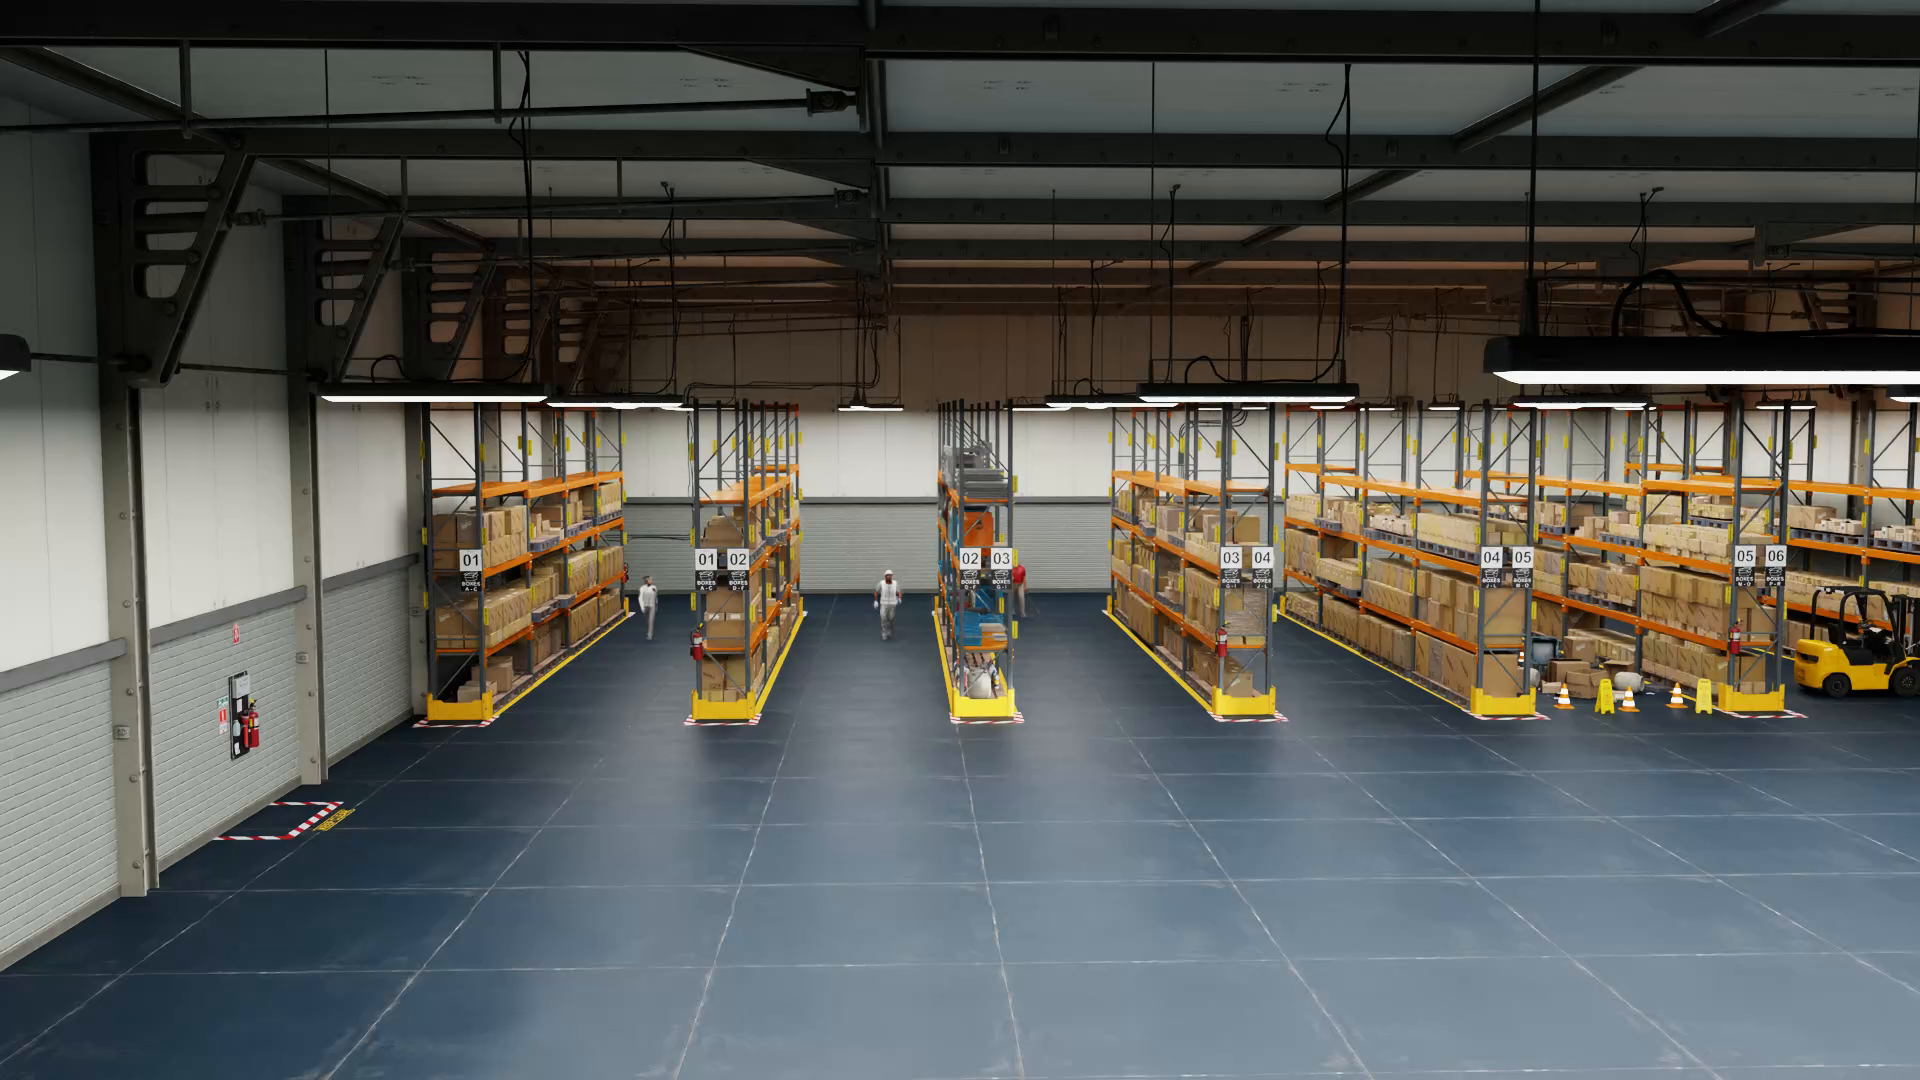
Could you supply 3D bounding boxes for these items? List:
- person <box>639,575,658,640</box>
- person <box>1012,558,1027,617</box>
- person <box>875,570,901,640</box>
[{"bbox_3d":[-7.909,1.692,42.242,0.441,1.643,0.962,0,4,4],"label":"person"},{"bbox_3d":[1.616,1.311,46.822,0.603,1.653,1.055,-1,4,-8],"label":"person"},{"bbox_3d":[-1.841,1.669,42.398,0.680,1.808,0.878,0,4,-2],"label":"person"}]
